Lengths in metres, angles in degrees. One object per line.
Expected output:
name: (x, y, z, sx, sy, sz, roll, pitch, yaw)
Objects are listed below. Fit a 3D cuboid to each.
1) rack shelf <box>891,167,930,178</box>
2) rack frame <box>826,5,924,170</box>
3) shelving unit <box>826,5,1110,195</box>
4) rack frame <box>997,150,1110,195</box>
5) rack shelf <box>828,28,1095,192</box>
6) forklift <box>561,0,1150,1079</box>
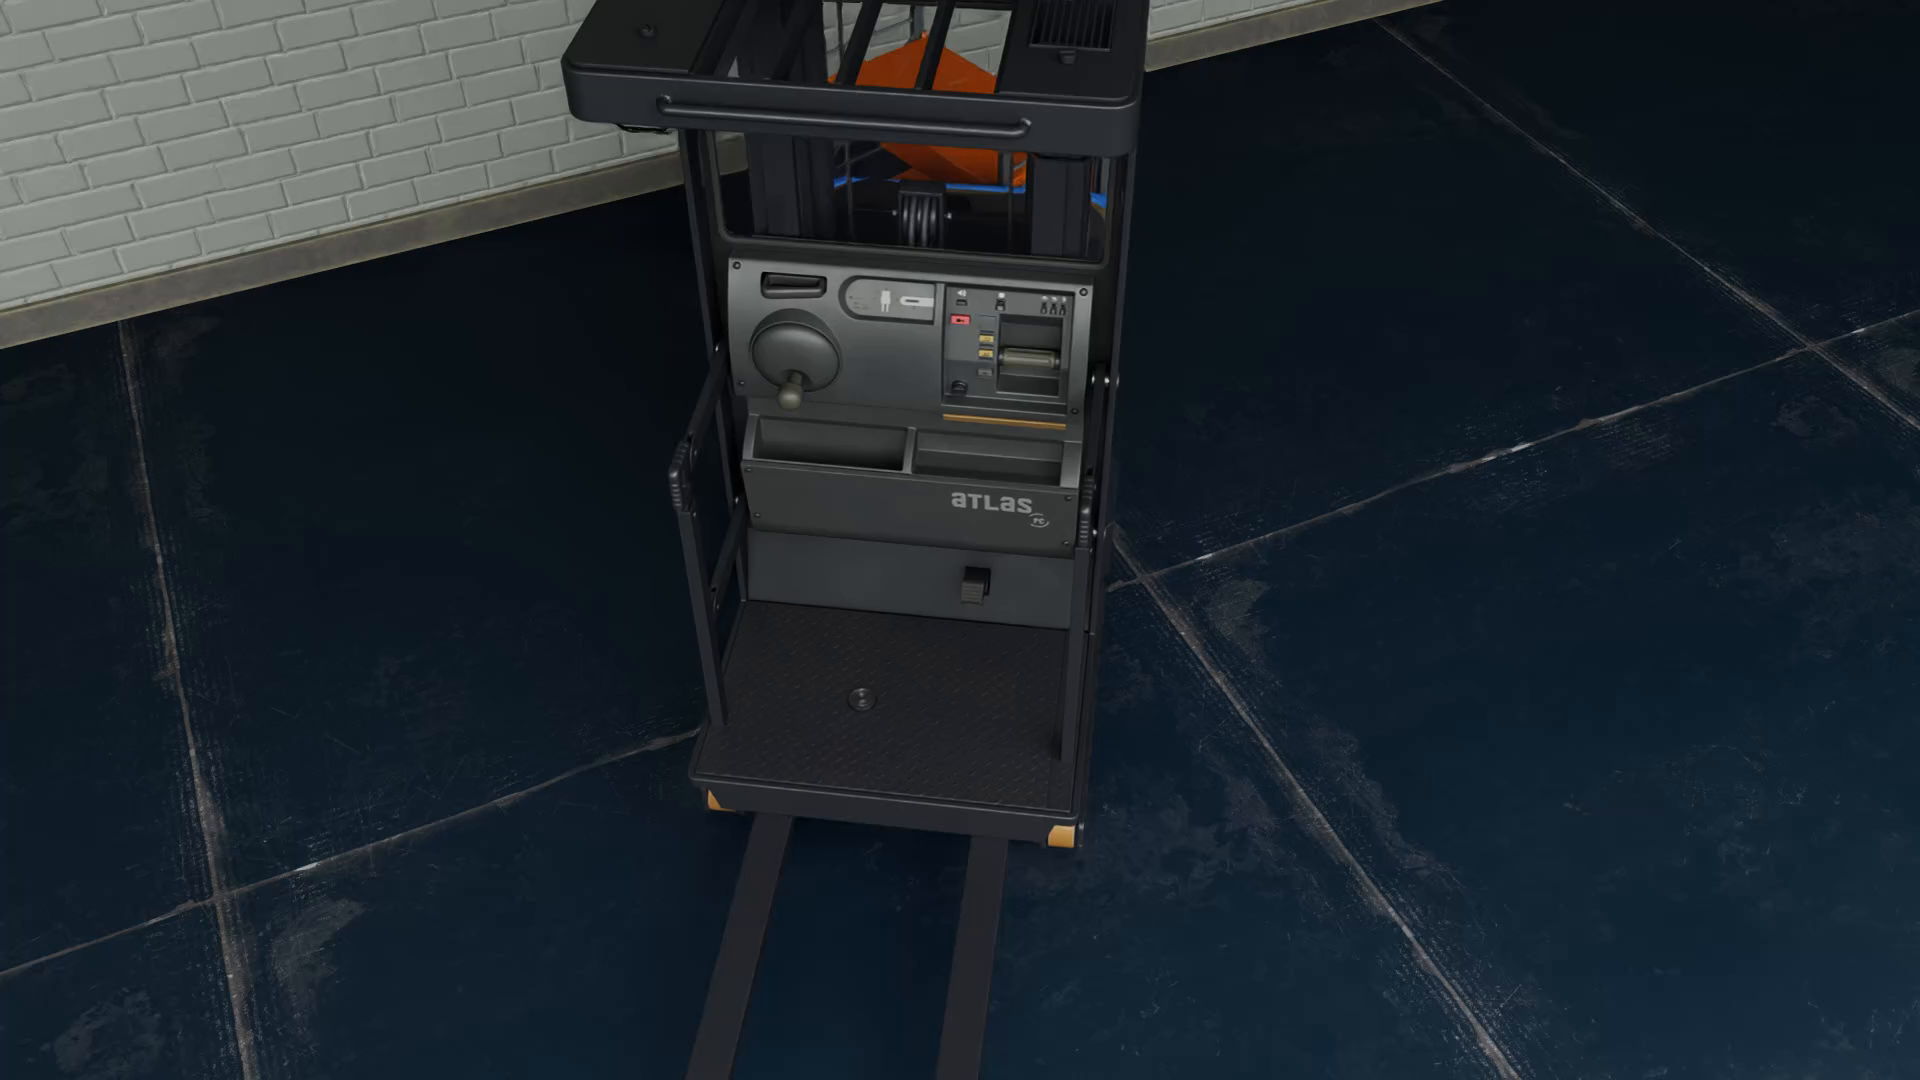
rack shelf: (-0.007, -1.075, 6.387, 0.538, 0.278, 1.000, -31, 52, -28)
rack frame: (-0.337, -1.521, 6.491, 0.500, 1.125, 0.032, -31, 52, -28)
shelving unit: (-0.007, -1.250, 6.215, 0.538, 1.125, 1.048, -31, 52, -28)
rack frame: (0.324, -0.978, 5.940, 0.500, 1.125, 0.032, -31, 52, -28)
rack shelf: (-0.007, -1.458, 6.010, 0.538, 0.278, 1.000, -31, 52, -28)
forklift: (-0.158, -0.417, 4.085, 1.130, 2.935, 3.031, 5, 45, 5)
